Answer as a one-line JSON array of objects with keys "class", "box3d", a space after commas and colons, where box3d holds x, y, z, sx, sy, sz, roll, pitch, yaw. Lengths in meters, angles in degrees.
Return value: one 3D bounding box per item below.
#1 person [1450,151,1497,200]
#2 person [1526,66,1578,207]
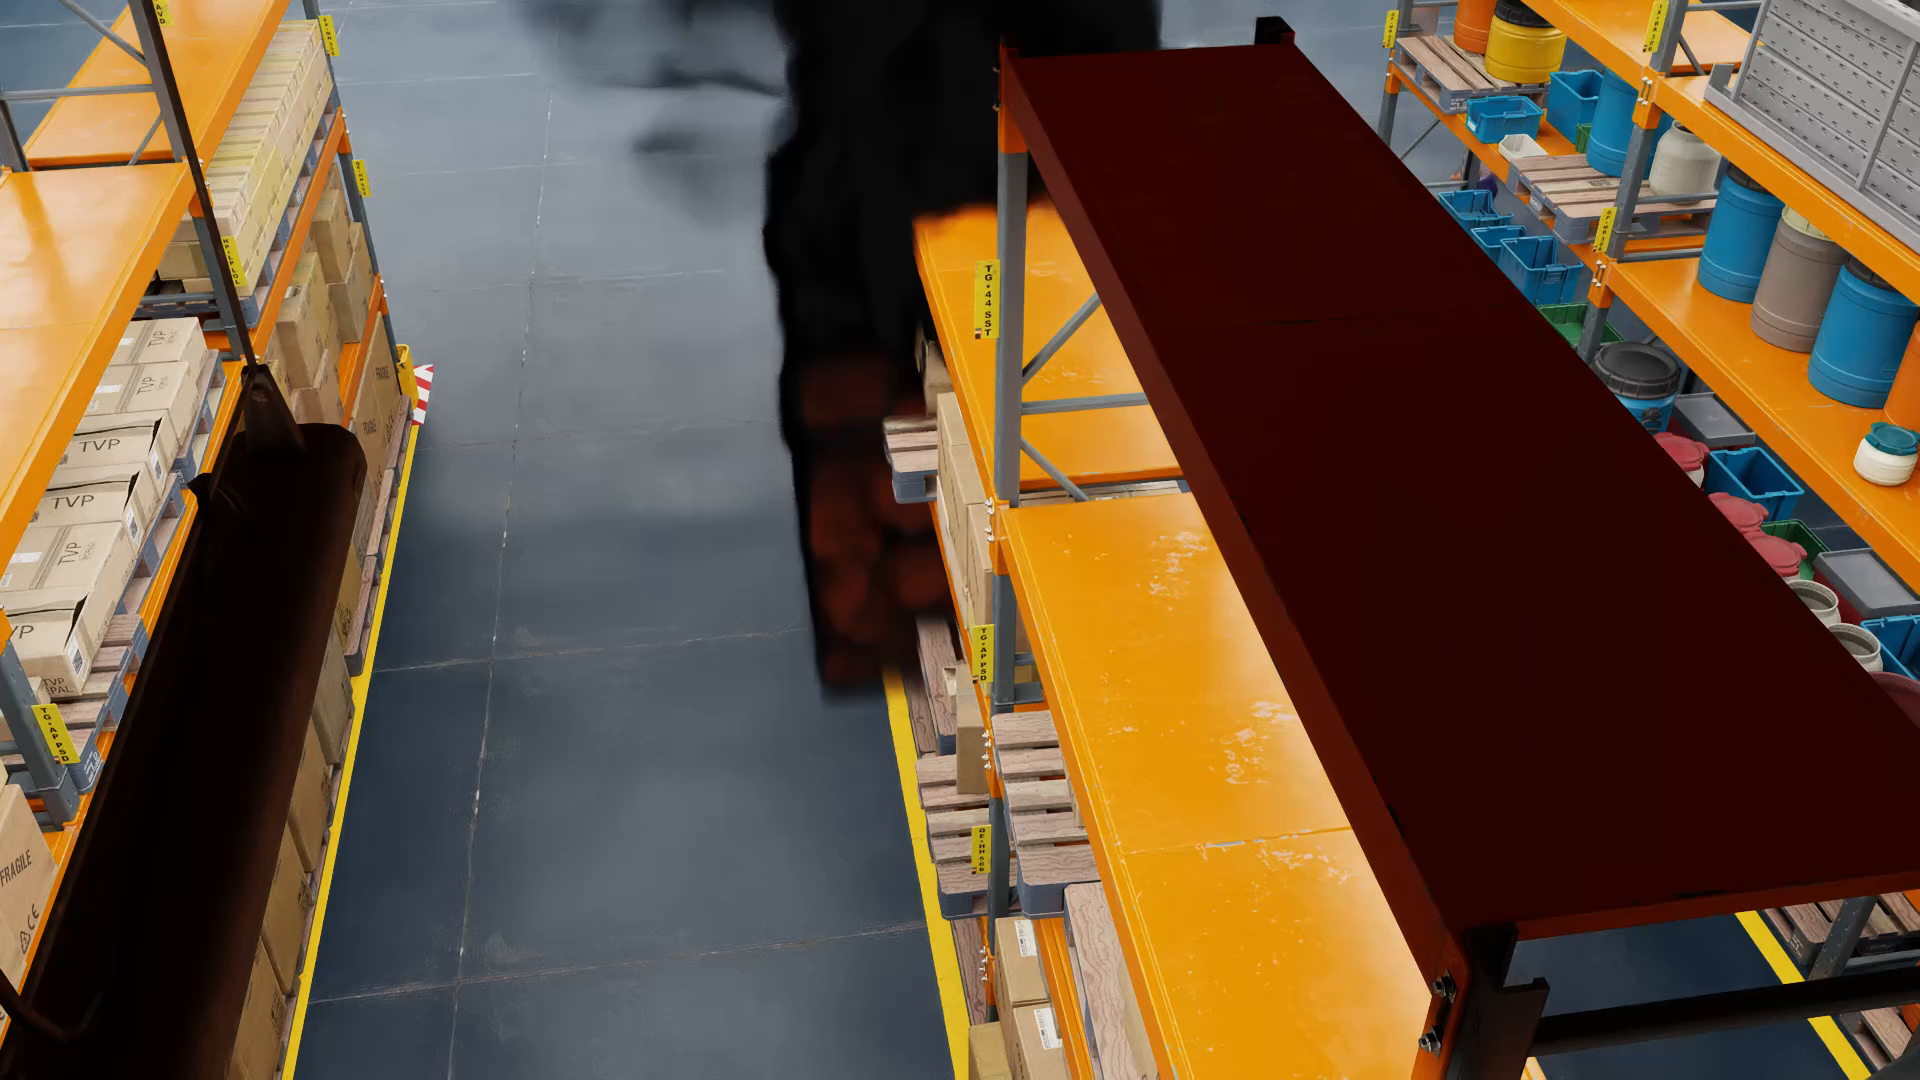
[{"class": "person", "box3d": [5.150, -3.418, 16.489, 0.837, 1.626, 0.622, 28, 45, 33]}, {"class": "person", "box3d": [6.481, -4.320, 17.987, 0.541, 1.619, 0.548, 7, 37, 10]}]
